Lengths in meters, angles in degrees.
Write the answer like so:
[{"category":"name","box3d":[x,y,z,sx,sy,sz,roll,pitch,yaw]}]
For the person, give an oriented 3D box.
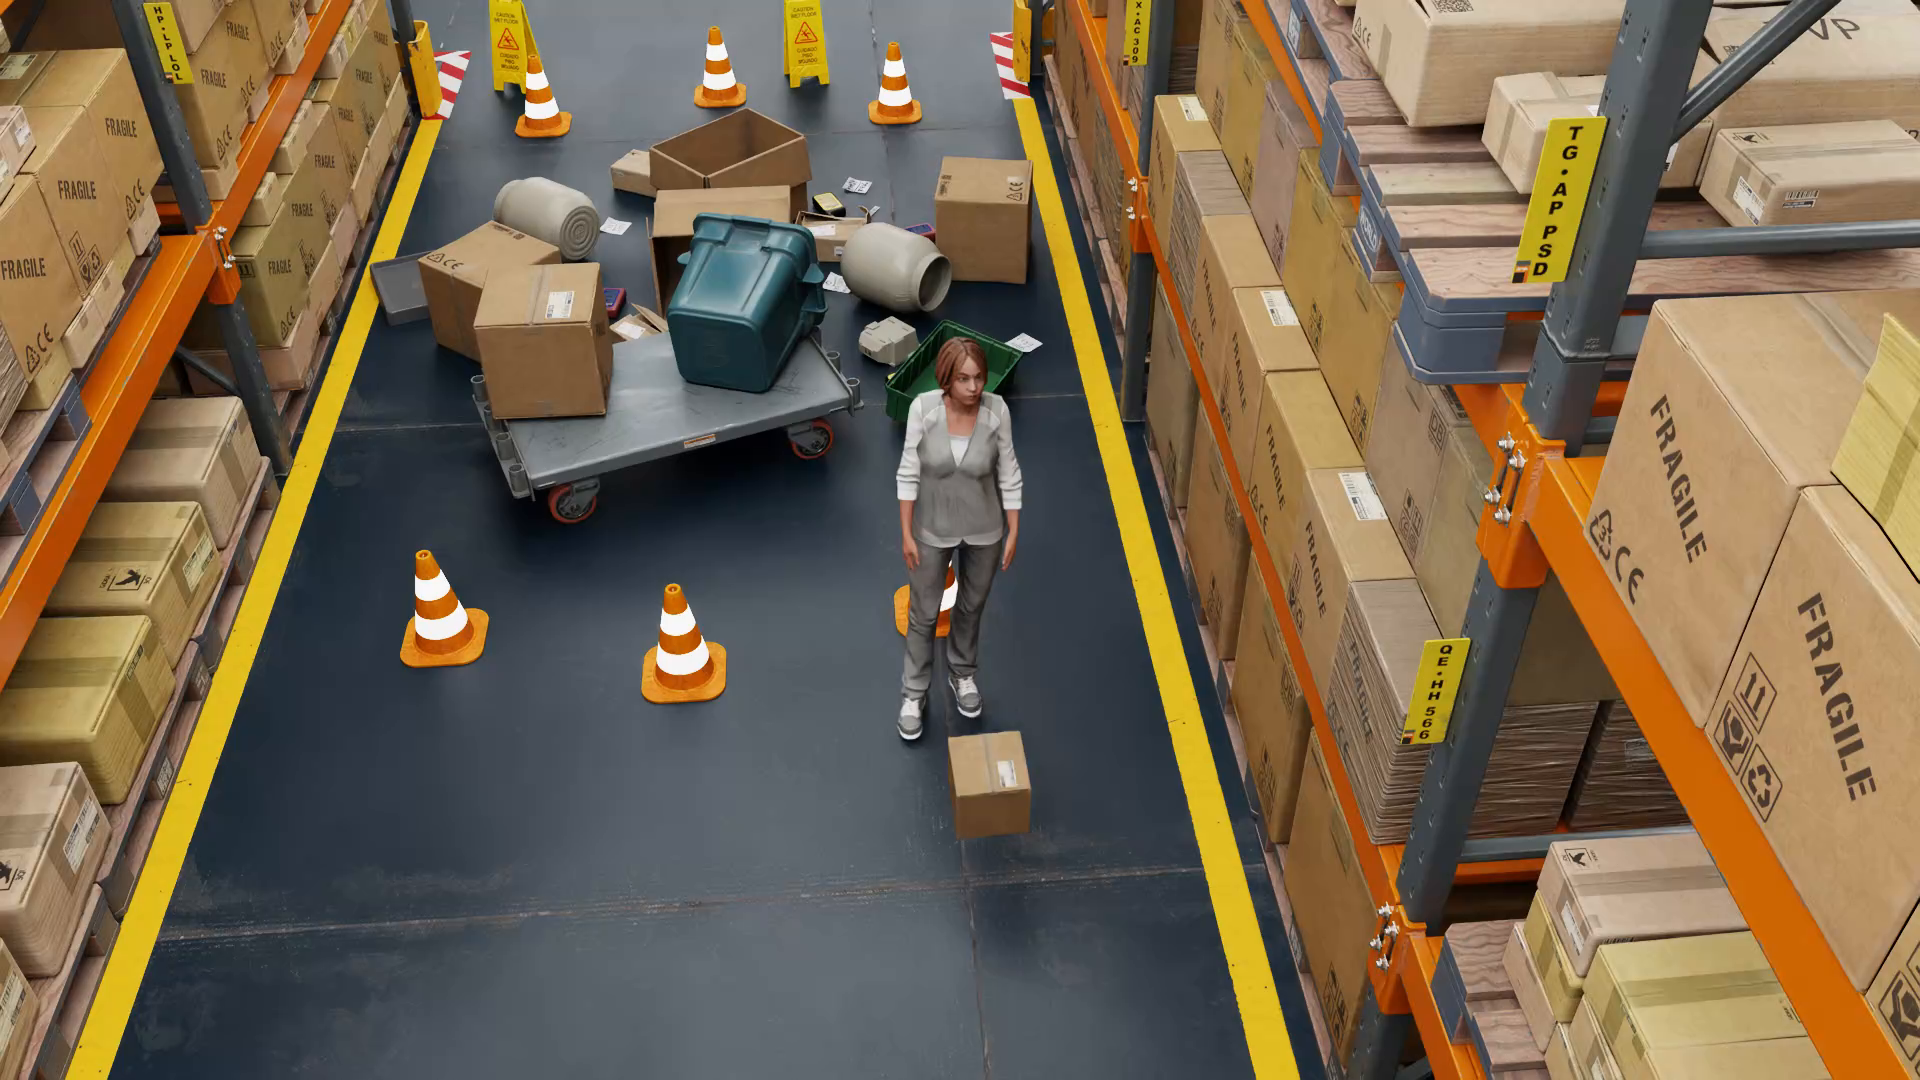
[{"category":"person","box3d":[-0.009,0.024,6.136,0.521,1.578,0.472,-4,40,-5]}]
